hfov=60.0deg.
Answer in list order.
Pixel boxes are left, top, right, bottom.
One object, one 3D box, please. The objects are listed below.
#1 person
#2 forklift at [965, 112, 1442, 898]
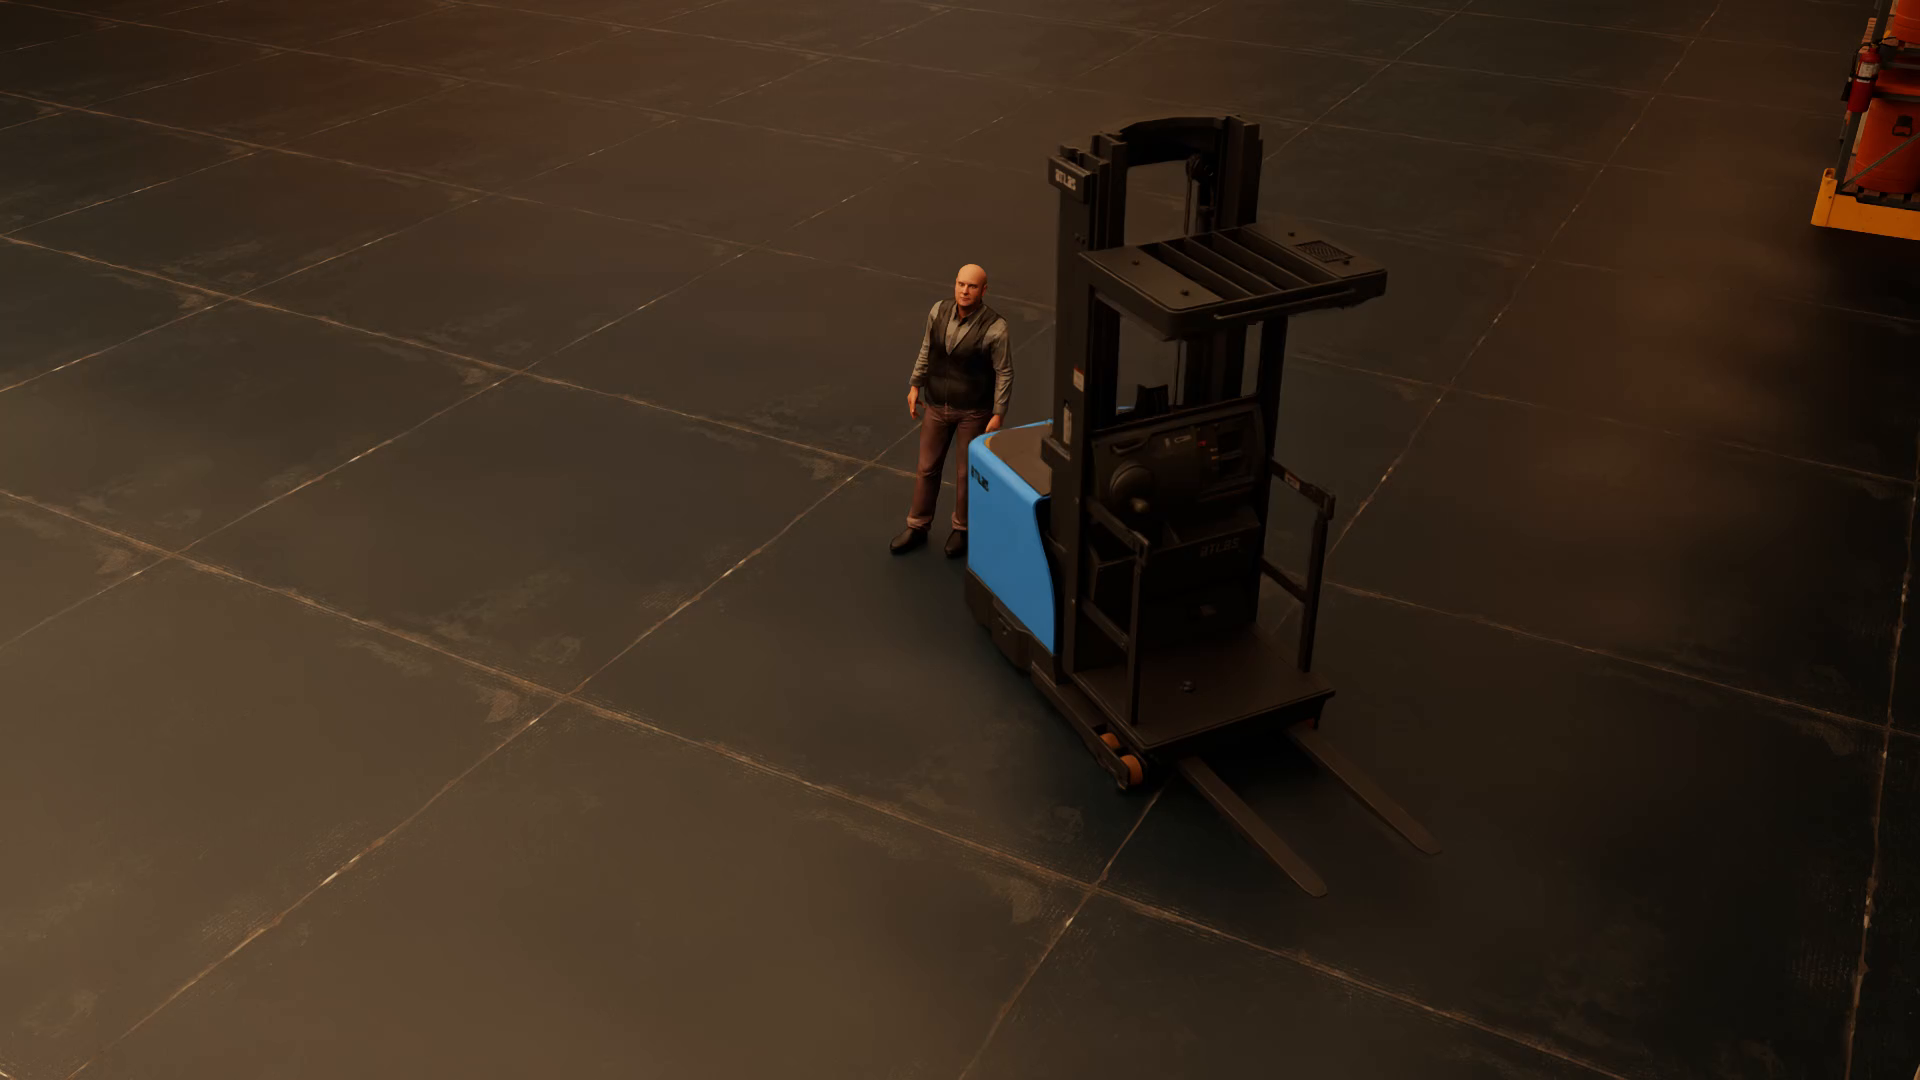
[{"bbox_3d":[-0.037,-0.727,9.526,0.632,1.720,0.568,15,33,25],"label":"person"},{"bbox_3d":[1.127,-0.331,7.644,1.130,2.935,3.031,-14,33,-22],"label":"forklift"}]
